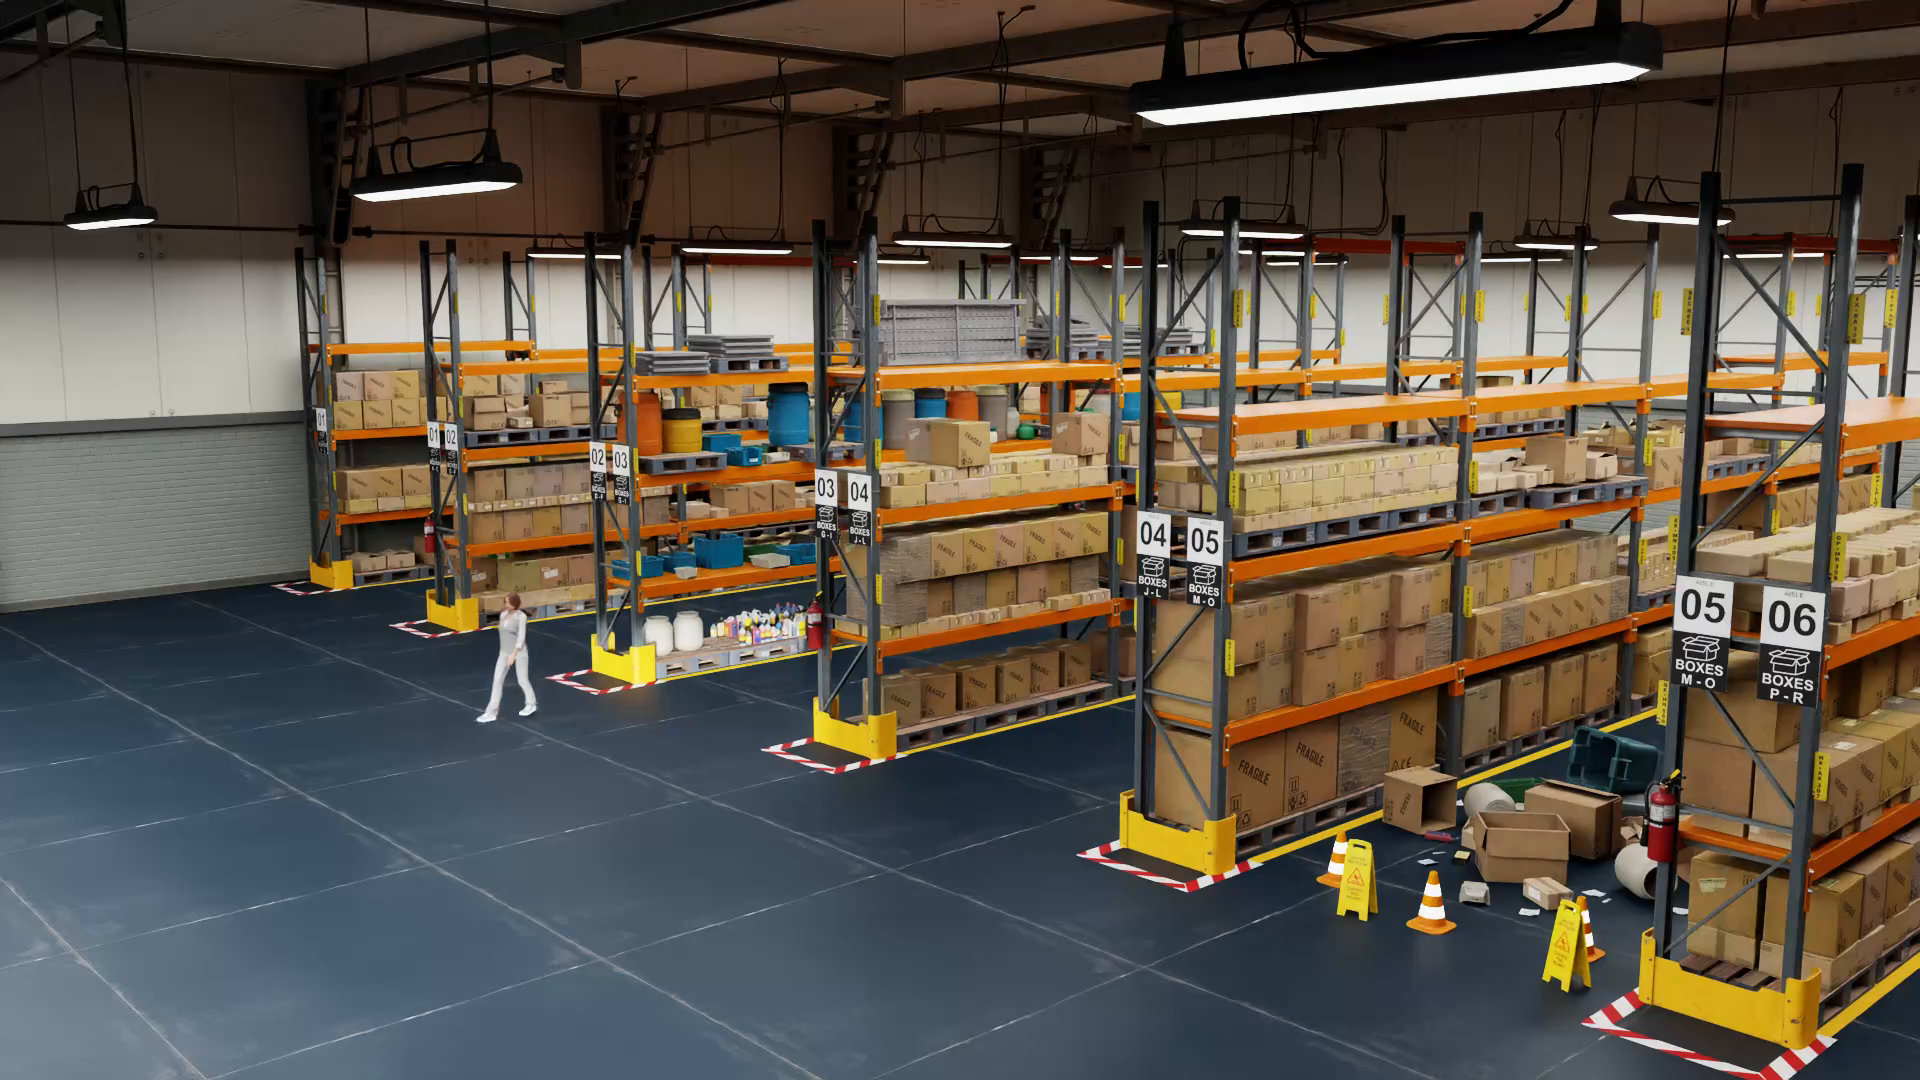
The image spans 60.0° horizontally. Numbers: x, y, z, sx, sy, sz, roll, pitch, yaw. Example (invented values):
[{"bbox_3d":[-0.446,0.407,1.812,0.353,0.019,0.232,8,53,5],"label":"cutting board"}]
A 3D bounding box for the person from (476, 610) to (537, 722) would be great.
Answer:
[{"bbox_3d":[-5.515,1.531,20.291,0.428,1.338,0.835,3,9,19],"label":"person"}]

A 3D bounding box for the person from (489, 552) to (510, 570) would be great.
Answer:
[{"bbox_3d":[-8.263,0.038,29.894,0.539,1.545,0.755,1,8,9],"label":"person"}]
